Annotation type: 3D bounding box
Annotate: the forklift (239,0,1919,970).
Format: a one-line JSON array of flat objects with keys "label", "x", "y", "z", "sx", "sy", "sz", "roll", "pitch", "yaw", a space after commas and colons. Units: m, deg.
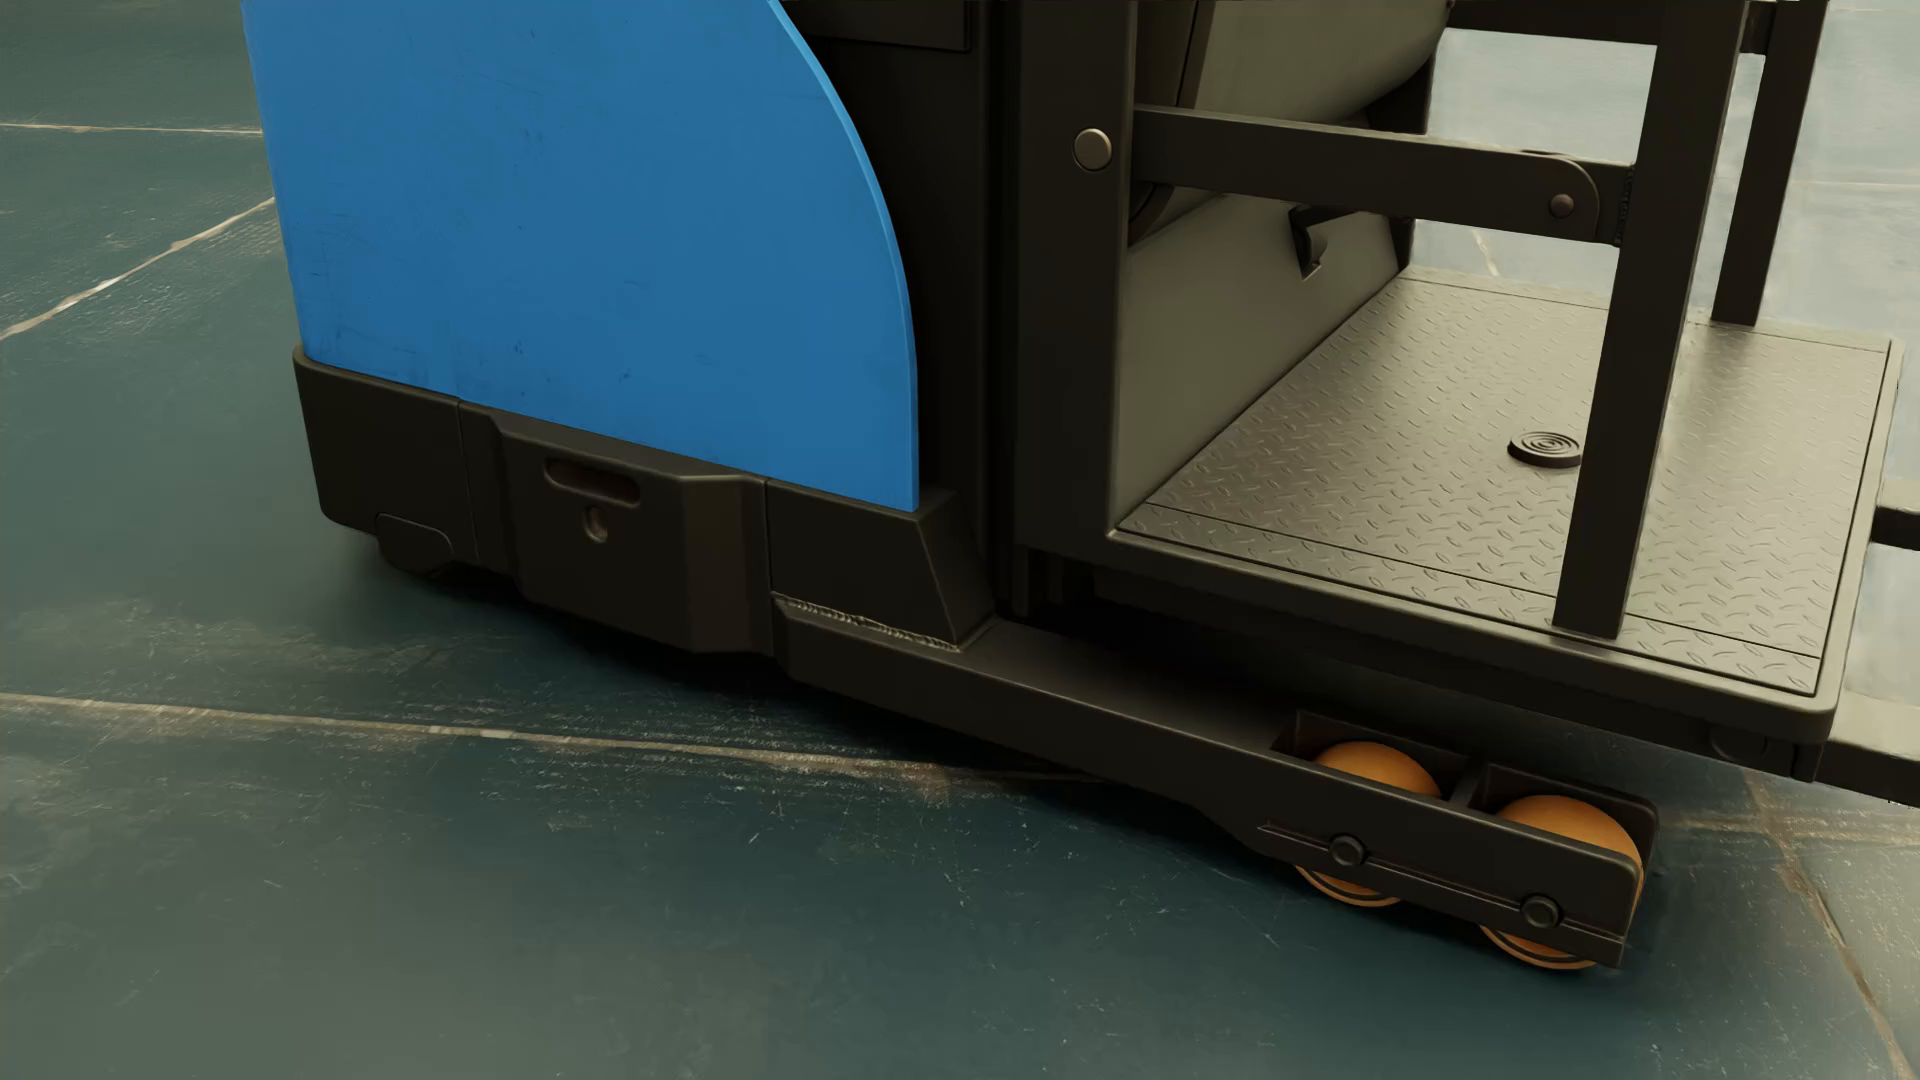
[{"label": "forklift", "x": 0.594, "y": -1.159, "z": 1.540, "sx": 3.031, "sy": 2.935, "sz": 1.130, "roll": 14, "pitch": 30, "yaw": 26}]
